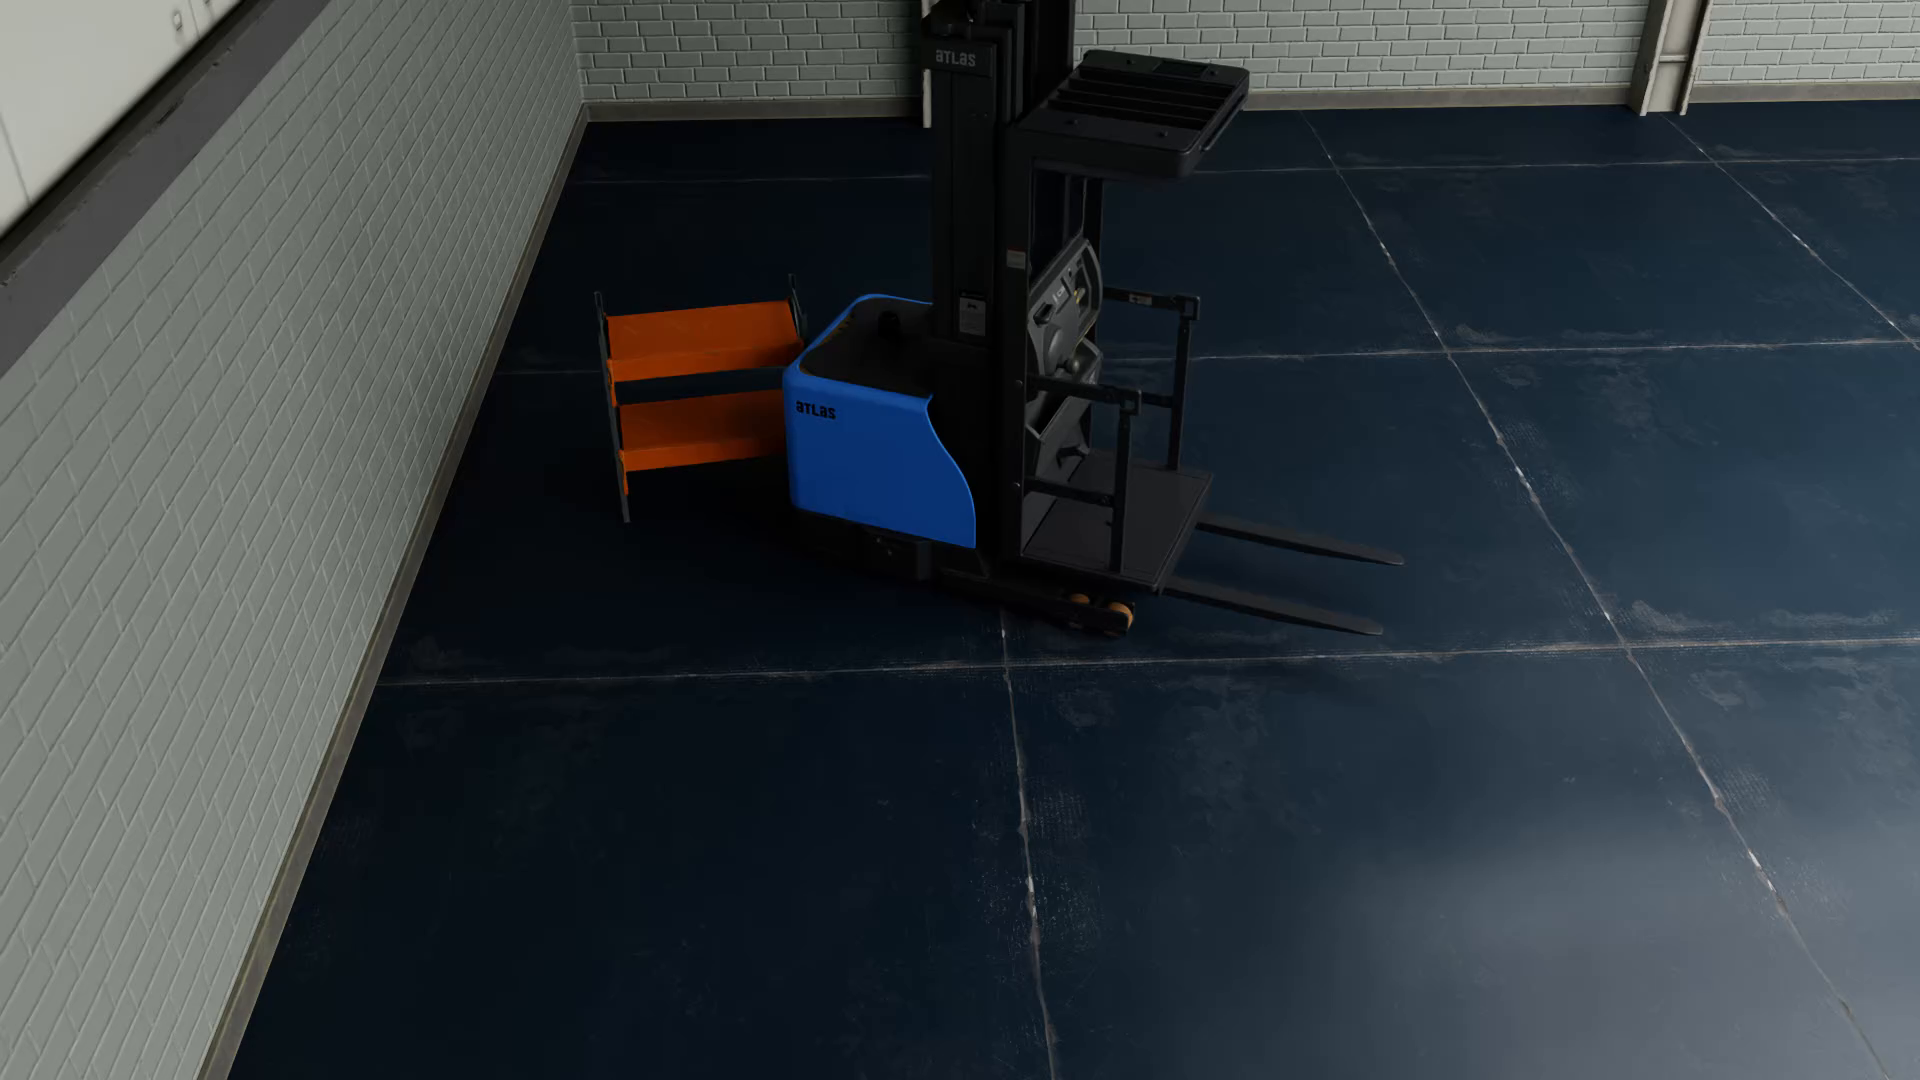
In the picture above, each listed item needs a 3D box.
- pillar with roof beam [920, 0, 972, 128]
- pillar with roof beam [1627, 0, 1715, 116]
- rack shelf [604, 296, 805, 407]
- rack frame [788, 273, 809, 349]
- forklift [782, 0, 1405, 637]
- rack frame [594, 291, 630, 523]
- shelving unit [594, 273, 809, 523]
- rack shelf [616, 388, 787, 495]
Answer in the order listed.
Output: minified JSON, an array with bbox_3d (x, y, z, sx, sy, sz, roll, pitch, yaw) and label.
[{"bbox_3d":[0.089,-4.737,7.724,0.400,9.000,9.100,-2,35,-2],"label":"pillar with roof beam"},{"bbox_3d":[6.082,-4.899,7.957,0.400,9.000,9.100,-2,35,-2],"label":"pillar with roof beam"},{"bbox_3d":[-1.343,-0.997,8.724,1.000,0.278,0.538,-7,35,-10],"label":"rack shelf"},{"bbox_3d":[-0.846,-0.818,8.979,0.032,1.125,0.500,-7,35,-10],"label":"rack frame"},{"bbox_3d":[0.682,-1.078,7.768,3.031,2.935,1.130,13,37,18],"label":"forklift"},{"bbox_3d":[-1.840,-0.695,8.802,0.032,1.125,0.500,-7,35,-10],"label":"rack frame"},{"bbox_3d":[-1.343,-0.756,8.891,1.048,1.125,0.538,-7,35,-10],"label":"shelving unit"},{"bbox_3d":[-1.343,-0.555,9.030,1.000,0.278,0.538,-7,35,-10],"label":"rack shelf"}]
